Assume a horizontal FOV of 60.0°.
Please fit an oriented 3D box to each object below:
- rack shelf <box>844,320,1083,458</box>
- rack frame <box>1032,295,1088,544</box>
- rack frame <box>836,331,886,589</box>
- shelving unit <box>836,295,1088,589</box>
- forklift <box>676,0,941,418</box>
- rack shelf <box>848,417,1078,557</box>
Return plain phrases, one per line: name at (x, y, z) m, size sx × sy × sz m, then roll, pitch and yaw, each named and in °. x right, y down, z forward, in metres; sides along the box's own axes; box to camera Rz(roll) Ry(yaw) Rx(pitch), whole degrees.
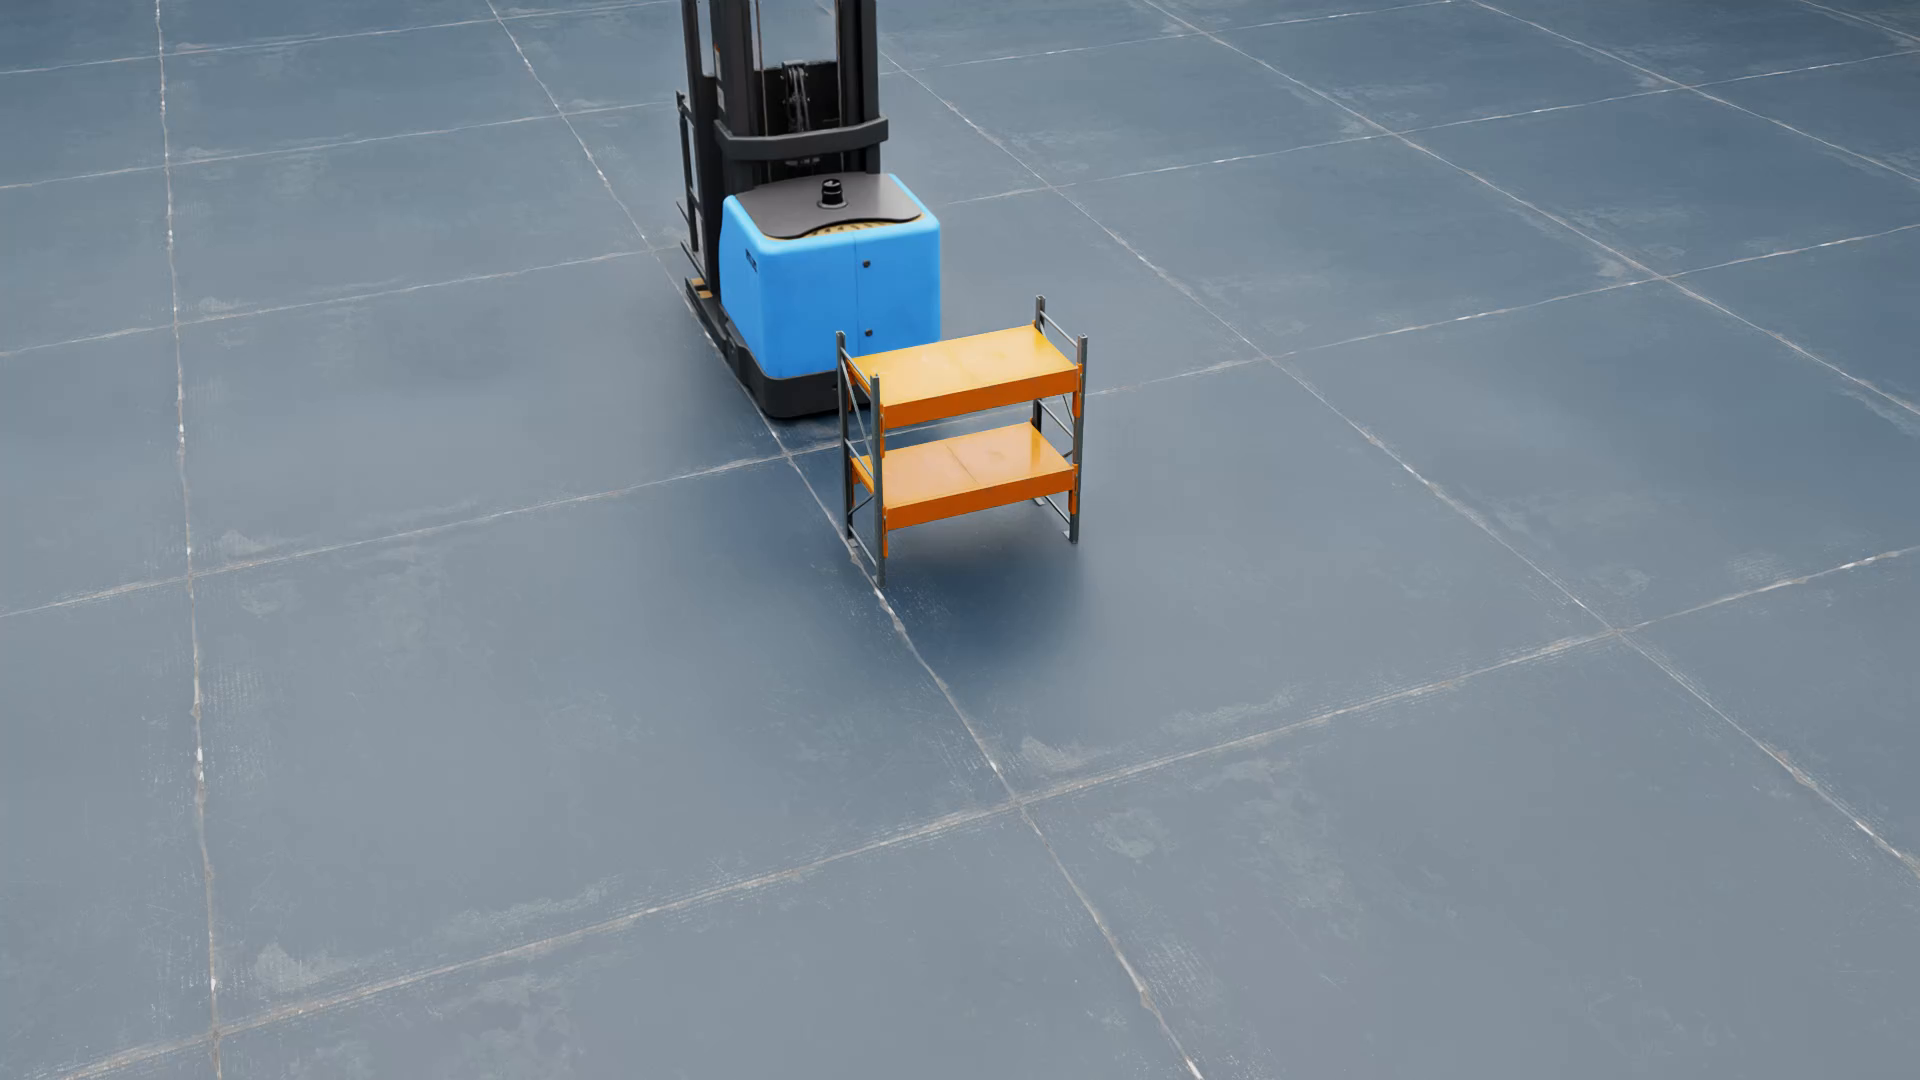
rack shelf at (0.006, -0.718, 7.786) m, size 1.000 × 0.278 × 0.538 m, roll -13°, pitch 35°, yaw -19°
rack frame at (0.475, -0.580, 8.110) m, size 0.032 × 1.125 × 0.500 m, roll -13°, pitch 35°, yaw -19°
rack frame at (-0.462, -0.366, 7.780) m, size 0.032 × 1.125 × 0.500 m, roll -13°, pitch 35°, yaw -19°
shelving unit at (0.006, -0.473, 7.945) m, size 1.048 × 1.125 × 0.538 m, roll -13°, pitch 35°, yaw -19°
forklift at (-1.094, -2.697, 9.707) m, size 1.130 × 2.935 × 3.031 m, roll -12°, pitch 35°, yaw -18°
rack shelf at (0.006, -0.268, 8.079) m, size 1.000 × 0.278 × 0.538 m, roll -13°, pitch 35°, yaw -19°
